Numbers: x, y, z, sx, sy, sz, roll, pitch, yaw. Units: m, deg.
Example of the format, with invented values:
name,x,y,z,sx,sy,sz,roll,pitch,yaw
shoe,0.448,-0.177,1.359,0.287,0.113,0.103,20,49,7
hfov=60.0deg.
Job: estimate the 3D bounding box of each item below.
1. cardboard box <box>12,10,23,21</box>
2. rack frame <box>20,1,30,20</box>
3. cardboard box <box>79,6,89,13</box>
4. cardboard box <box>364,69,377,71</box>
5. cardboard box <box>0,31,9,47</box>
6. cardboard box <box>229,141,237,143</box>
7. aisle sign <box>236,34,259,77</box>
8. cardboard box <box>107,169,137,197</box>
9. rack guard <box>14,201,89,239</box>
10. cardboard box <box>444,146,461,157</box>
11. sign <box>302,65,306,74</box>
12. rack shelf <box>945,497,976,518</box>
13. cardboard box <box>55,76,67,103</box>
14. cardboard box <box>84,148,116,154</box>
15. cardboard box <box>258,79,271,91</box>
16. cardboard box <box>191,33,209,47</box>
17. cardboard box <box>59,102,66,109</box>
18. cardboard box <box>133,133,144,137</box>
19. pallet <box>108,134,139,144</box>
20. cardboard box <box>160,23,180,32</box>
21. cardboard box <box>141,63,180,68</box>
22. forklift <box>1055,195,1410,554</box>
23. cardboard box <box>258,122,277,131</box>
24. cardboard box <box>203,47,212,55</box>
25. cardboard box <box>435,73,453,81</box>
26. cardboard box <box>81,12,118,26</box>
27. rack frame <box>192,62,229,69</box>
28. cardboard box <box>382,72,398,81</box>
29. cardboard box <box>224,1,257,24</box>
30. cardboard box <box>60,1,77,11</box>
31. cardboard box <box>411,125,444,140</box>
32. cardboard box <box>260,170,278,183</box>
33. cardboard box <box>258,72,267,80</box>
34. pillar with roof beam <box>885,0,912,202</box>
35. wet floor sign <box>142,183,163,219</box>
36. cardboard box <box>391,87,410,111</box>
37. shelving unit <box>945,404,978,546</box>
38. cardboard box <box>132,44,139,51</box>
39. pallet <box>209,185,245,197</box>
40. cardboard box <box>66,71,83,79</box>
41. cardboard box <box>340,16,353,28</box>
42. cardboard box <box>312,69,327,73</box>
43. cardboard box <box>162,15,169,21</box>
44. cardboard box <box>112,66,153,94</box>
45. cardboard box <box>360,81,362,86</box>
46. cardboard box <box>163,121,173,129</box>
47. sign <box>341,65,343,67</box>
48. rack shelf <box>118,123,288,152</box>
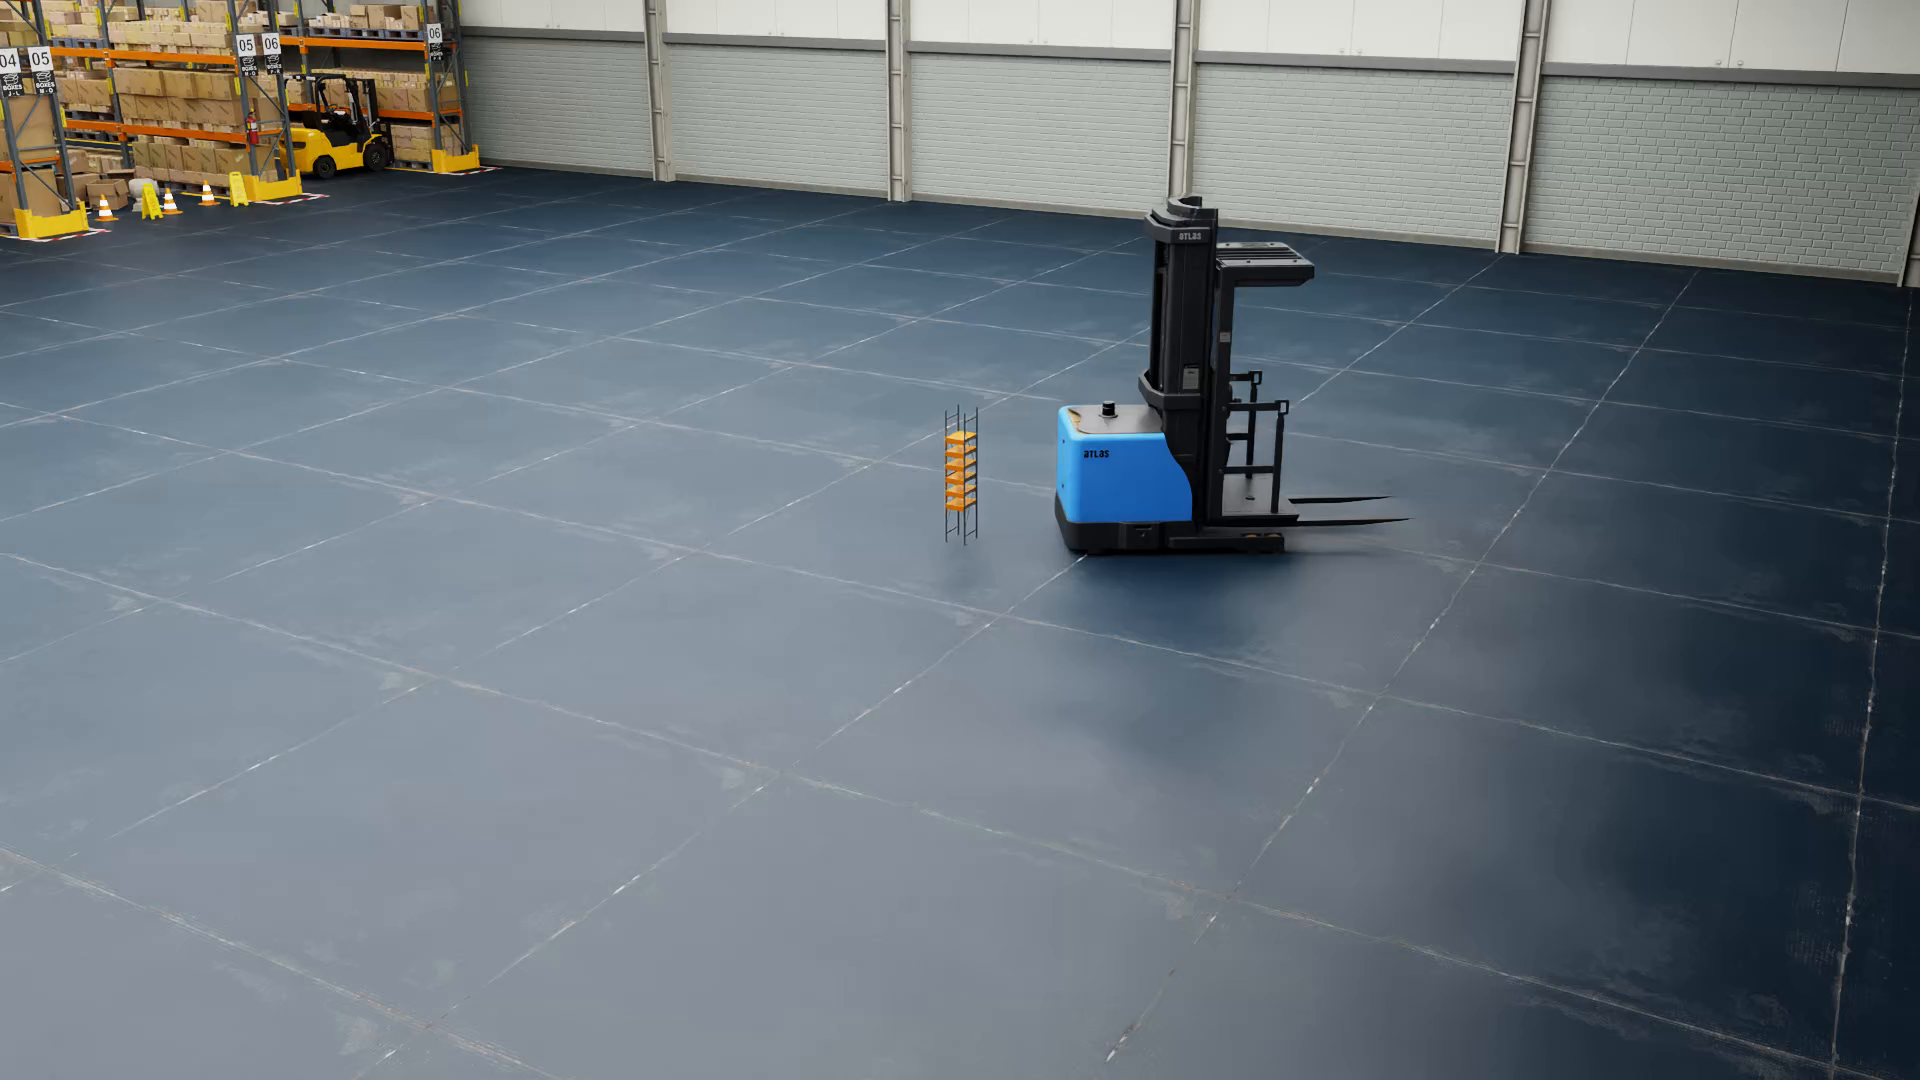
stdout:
name,x,y,z,sx,sy,sz,roll,pitch,yaw
cardboard box,-24.338,-13.702,43.421,0.500,0.250,0.500,10,22,26
rack frame,-20.919,-12.556,36.081,0.127,3.000,1.000,11,23,27
cardboard box,-21.947,-13.375,41.908,0.250,0.149,0.380,12,23,29
cardboard box,-13.682,-10.911,38.810,0.250,0.149,0.380,10,22,26
cardboard box,-16.825,-8.637,28.697,0.500,0.250,0.500,11,23,28
cardboard box,-15.418,-8.055,34.785,0.500,0.500,0.500,11,23,28
aisle sign,-14.023,-9.531,32.726,0.004,0.787,0.394,11,23,27
cardboard box,-17.156,-7.314,34.088,0.500,0.500,0.500,-7,21,-20
rack guard,-16.240,-5.736,29.742,0.348,0.500,1.175,11,23,27
cardboard box,-11.851,-8.929,38.294,0.500,0.250,0.500,11,23,28
sign,-15.266,-10.893,38.711,0.005,0.325,0.100,11,23,27
rack shelf,0.013,-0.294,14.549,0.180,0.103,0.258,11,23,27
cardboard box,-19.281,-9.720,35.861,0.500,0.500,0.500,10,22,25
cardboard box,-19.124,-8.353,36.529,0.625,0.372,0.950,12,23,29
cardboard box,-16.459,-10.889,39.770,0.500,0.250,0.500,11,23,28
cardboard box,-14.946,-9.978,33.156,0.500,0.250,0.500,10,22,27
cardboard box,-19.339,-9.423,35.993,0.250,0.149,0.380,12,23,29
cardboard box,-20.778,-10.584,42.493,0.500,0.500,0.500,10,22,26
pallet,-21.266,-10.444,43.146,1.213,0.211,1.003,11,23,27
cardboard box,-15.914,-10.354,33.608,0.250,0.149,0.380,11,23,28
cardboard box,-20.017,-11.677,41.686,0.637,0.503,0.797,10,22,26
forklift,2.399,-1.436,14.324,3.031,2.935,1.130,-1,20,-3
cardboard box,-14.131,-8.405,33.804,0.250,0.149,0.380,11,23,28
cardboard box,-14.832,-9.760,33.138,0.250,0.149,0.380,12,23,29
cardboard box,-11.707,-10.495,37.662,0.250,0.149,0.380,10,22,26
cardboard box,-17.996,-10.901,34.788,0.500,0.250,0.500,11,23,29
rack frame,-18.502,-11.214,41.179,0.127,3.000,1.000,11,23,27
cardboard box,-12.868,-10.513,37.713,0.250,0.149,0.380,11,23,29
cardboard box,-17.100,-12.553,39.563,0.500,0.500,0.500,11,23,29
cardboard box,-22.552,-13.606,42.425,0.500,0.250,0.500,11,23,27
cardboard box,-12.072,-9.242,37.693,0.500,0.250,0.500,12,23,29
cardboard box,-14.505,-7.527,34.430,0.500,0.250,0.500,11,22,27
cardboard box,-16.546,-11.095,39.753,0.250,0.149,0.380,11,23,28
pillar with roof beam,-3.309,-9.811,28.513,0.400,9.000,9.100,11,23,27
wet floor sign,-15.270,-6.393,31.340,0.232,0.644,0.267,7,21,18
cardboard box,-12.524,-10.024,37.750,0.500,0.500,0.500,12,23,29
shelving unit,0.013,-0.562,14.452,0.189,1.200,0.258,11,23,27
cardboard box,-16.803,-10.169,34.268,0.250,0.149,0.380,11,23,27
pallet,-14.694,-7.253,34.348,1.213,0.211,1.003,11,23,27
cardboard box,-18.799,-9.919,35.458,0.250,0.149,0.380,10,22,25
cardboard box,-13.862,-11.803,37.838,0.258,0.266,0.396,10,22,26
cardboard box,-14.876,-10.899,38.777,0.250,0.149,0.380,11,23,28
cardboard box,-19.363,-12.829,40.866,0.250,0.149,0.380,11,23,28
cardboard box,-17.149,-9.590,34.652,0.500,0.500,0.700,11,22,27
cardboard box,-13.520,-10.507,38.130,0.250,0.149,0.380,10,22,26
cardboard box,-16.197,-8.589,34.311,0.250,0.149,0.380,11,23,28
sign,-14.741,-11.159,39.640,0.005,0.325,0.100,11,23,27
rack shelf,-15.681,-8.400,34.476,4.000,0.370,1.077,11,23,27
